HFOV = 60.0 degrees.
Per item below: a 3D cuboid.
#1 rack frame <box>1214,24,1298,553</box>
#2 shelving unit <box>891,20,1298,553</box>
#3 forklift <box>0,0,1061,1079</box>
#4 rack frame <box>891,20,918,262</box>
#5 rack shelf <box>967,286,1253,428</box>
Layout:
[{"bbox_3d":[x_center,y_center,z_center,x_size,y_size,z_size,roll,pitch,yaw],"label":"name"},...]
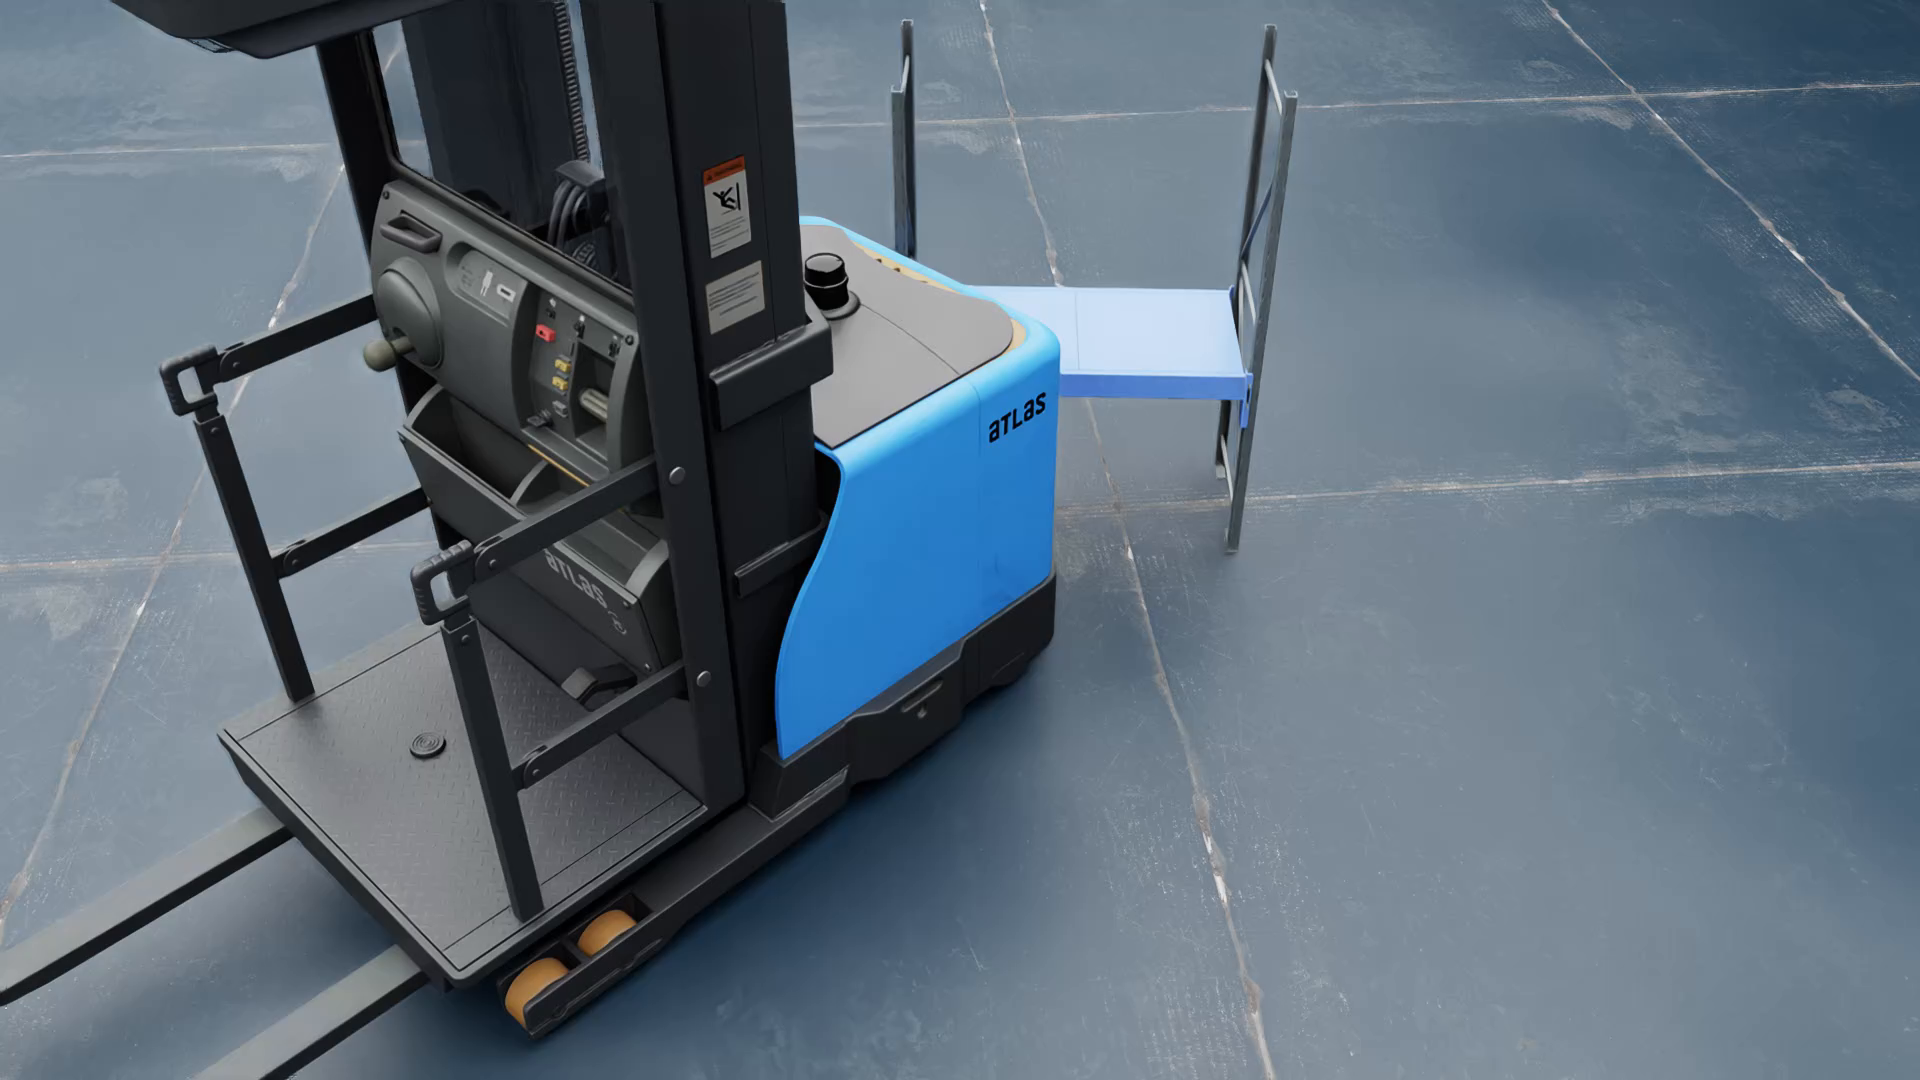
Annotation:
[{"bbox_3d":[0.861,-0.703,4.930,0.032,1.500,0.500,1,38,1],"label":"rack frame"},{"bbox_3d":[0.353,-0.713,4.943,1.048,1.500,0.538,1,38,1],"label":"shelving unit"},{"bbox_3d":[-1.114,-0.385,3.372,1.130,2.935,3.031,31,48,33],"label":"forklift"},{"bbox_3d":[-0.155,-0.723,4.956,0.032,1.500,0.500,1,38,1],"label":"rack frame"},{"bbox_3d":[0.353,-0.572,5.054,1.000,0.185,0.538,1,38,1],"label":"rack shelf"}]
